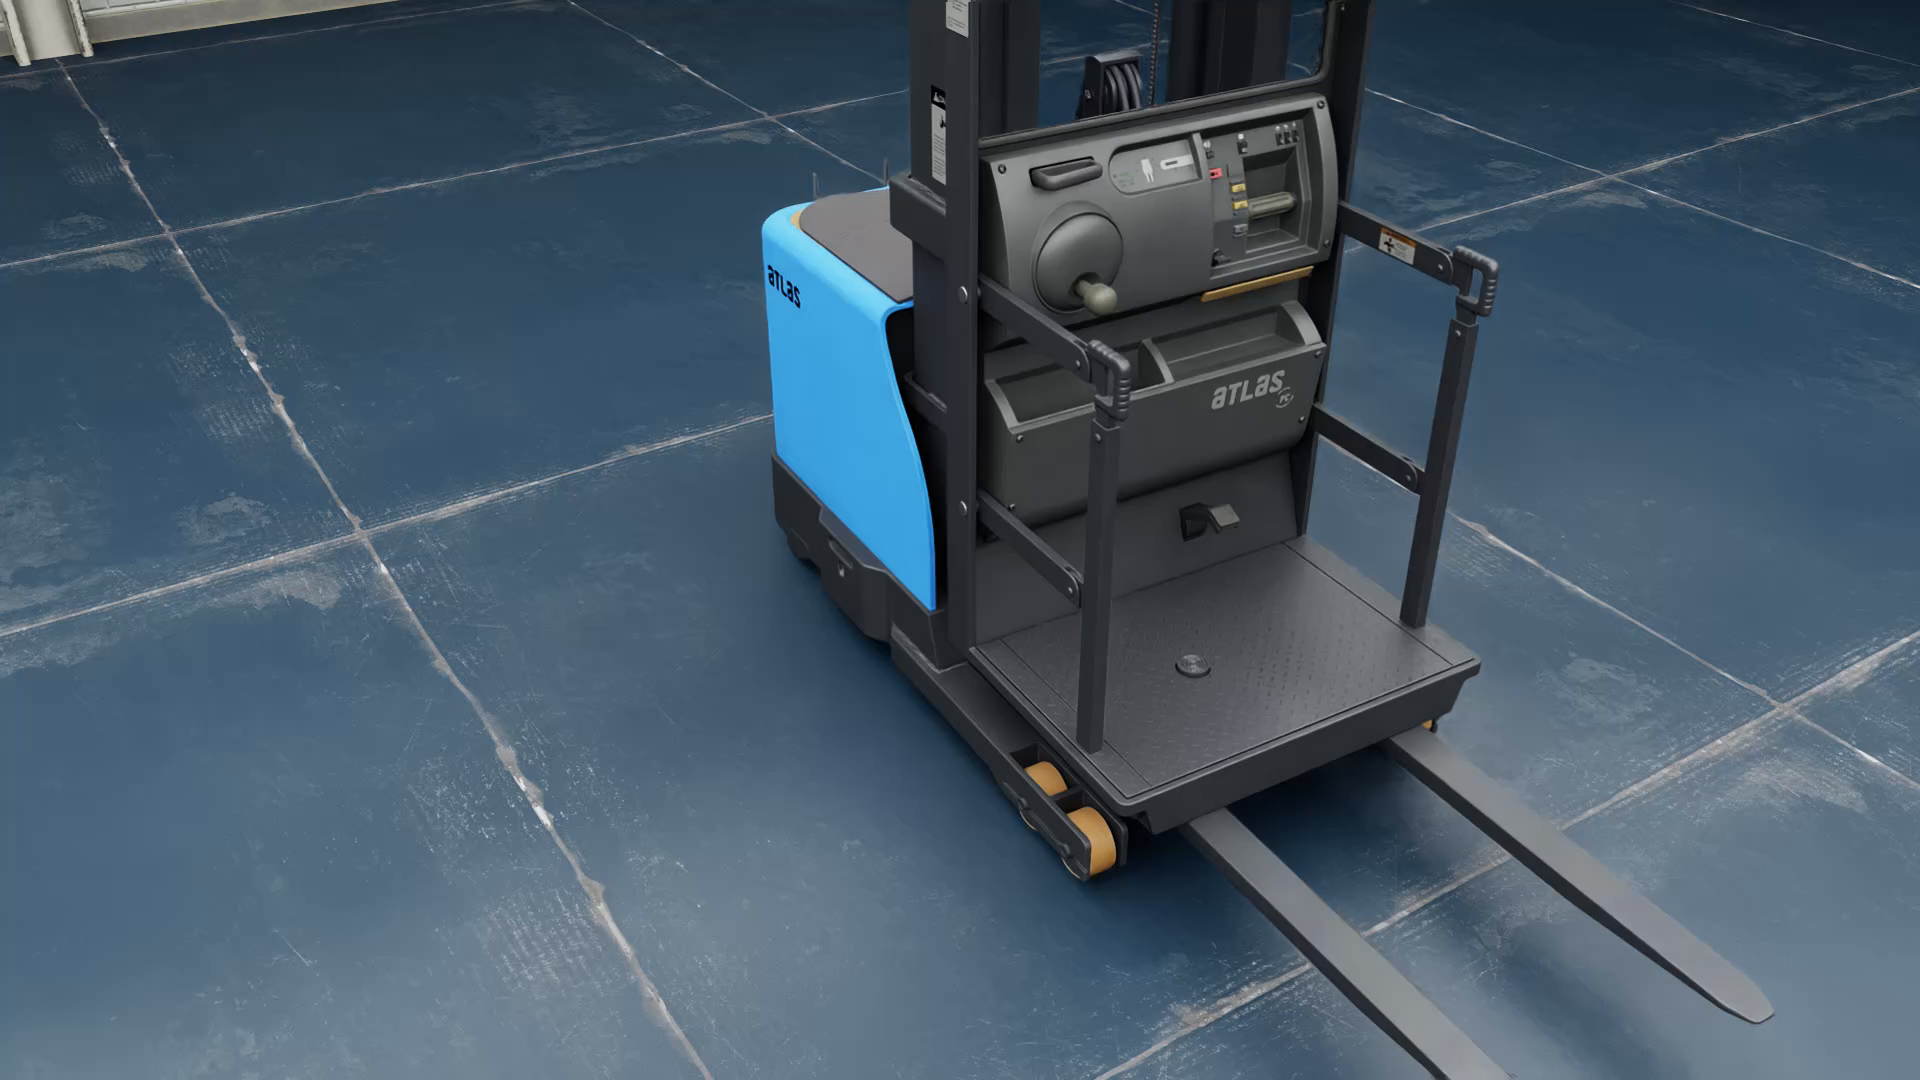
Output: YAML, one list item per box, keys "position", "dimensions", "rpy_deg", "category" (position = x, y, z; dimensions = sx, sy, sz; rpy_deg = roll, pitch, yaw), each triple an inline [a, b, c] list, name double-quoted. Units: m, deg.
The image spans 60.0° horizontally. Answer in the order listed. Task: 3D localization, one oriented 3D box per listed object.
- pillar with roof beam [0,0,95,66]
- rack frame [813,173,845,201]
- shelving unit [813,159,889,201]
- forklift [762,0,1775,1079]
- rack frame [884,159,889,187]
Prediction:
- position: [-2.996, -4.730, 4.315]
  dimensions: [0.400, 9.000, 9.100]
  rpy_deg: [-19, 37, -27]
  category: "pillar with roof beam"
- position: [-0.392, -0.623, 5.253]
  dimensions: [0.008, 1.050, 0.200]
  rpy_deg: [-18, 36, -26]
  category: "rack frame"
- position: [-0.288, -0.656, 5.306]
  dimensions: [0.252, 1.050, 0.215]
  rpy_deg: [-18, 36, -26]
  category: "shelving unit"
- position: [0.591, -0.715, 3.636]
  dimensions: [1.130, 2.935, 3.031]
  rpy_deg: [-17, 36, -25]
  category: "forklift"
- position: [-0.183, -0.689, 5.359]
  dimensions: [0.008, 1.050, 0.200]
  rpy_deg: [-18, 36, -26]
  category: "rack frame"
